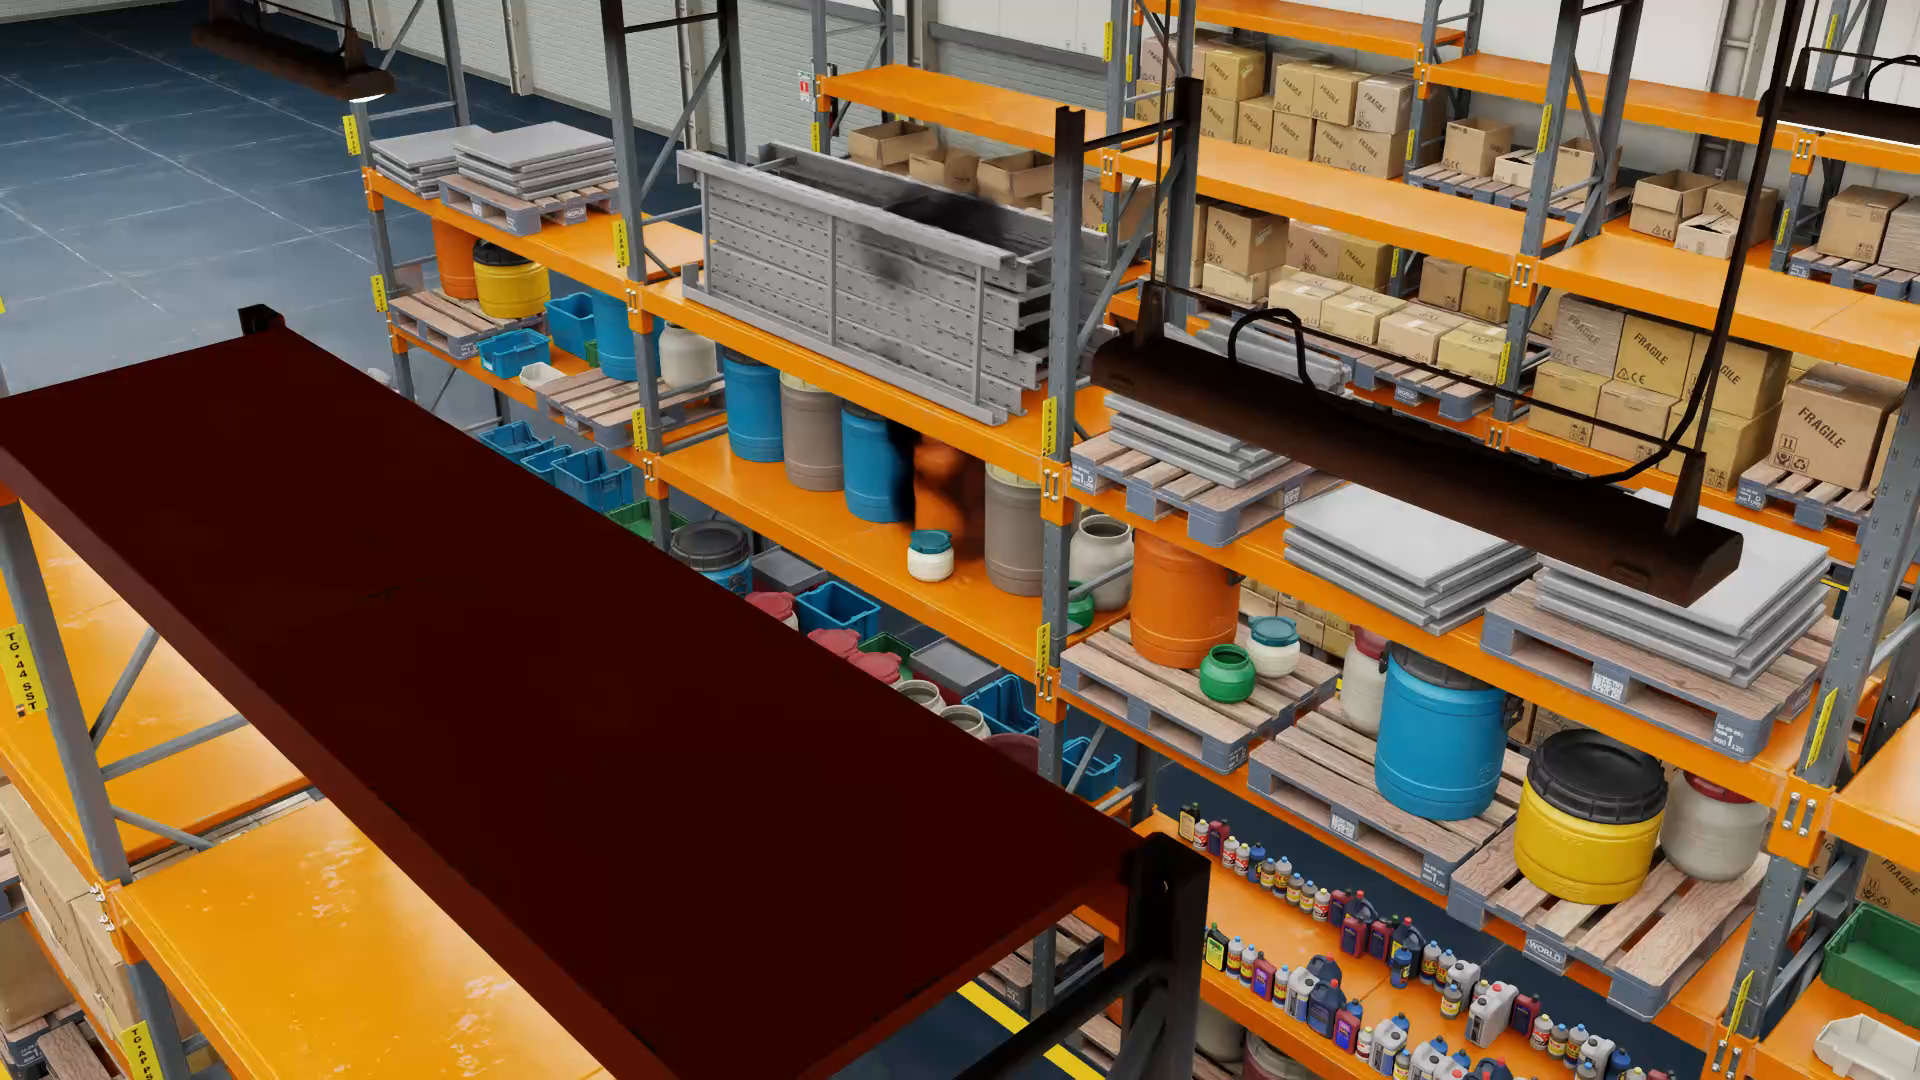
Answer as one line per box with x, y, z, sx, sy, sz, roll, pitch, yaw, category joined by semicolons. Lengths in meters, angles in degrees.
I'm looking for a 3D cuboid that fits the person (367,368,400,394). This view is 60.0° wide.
-5.811;-0.962;16.905;0.652;1.716;0.573;-7;29;-13;person
